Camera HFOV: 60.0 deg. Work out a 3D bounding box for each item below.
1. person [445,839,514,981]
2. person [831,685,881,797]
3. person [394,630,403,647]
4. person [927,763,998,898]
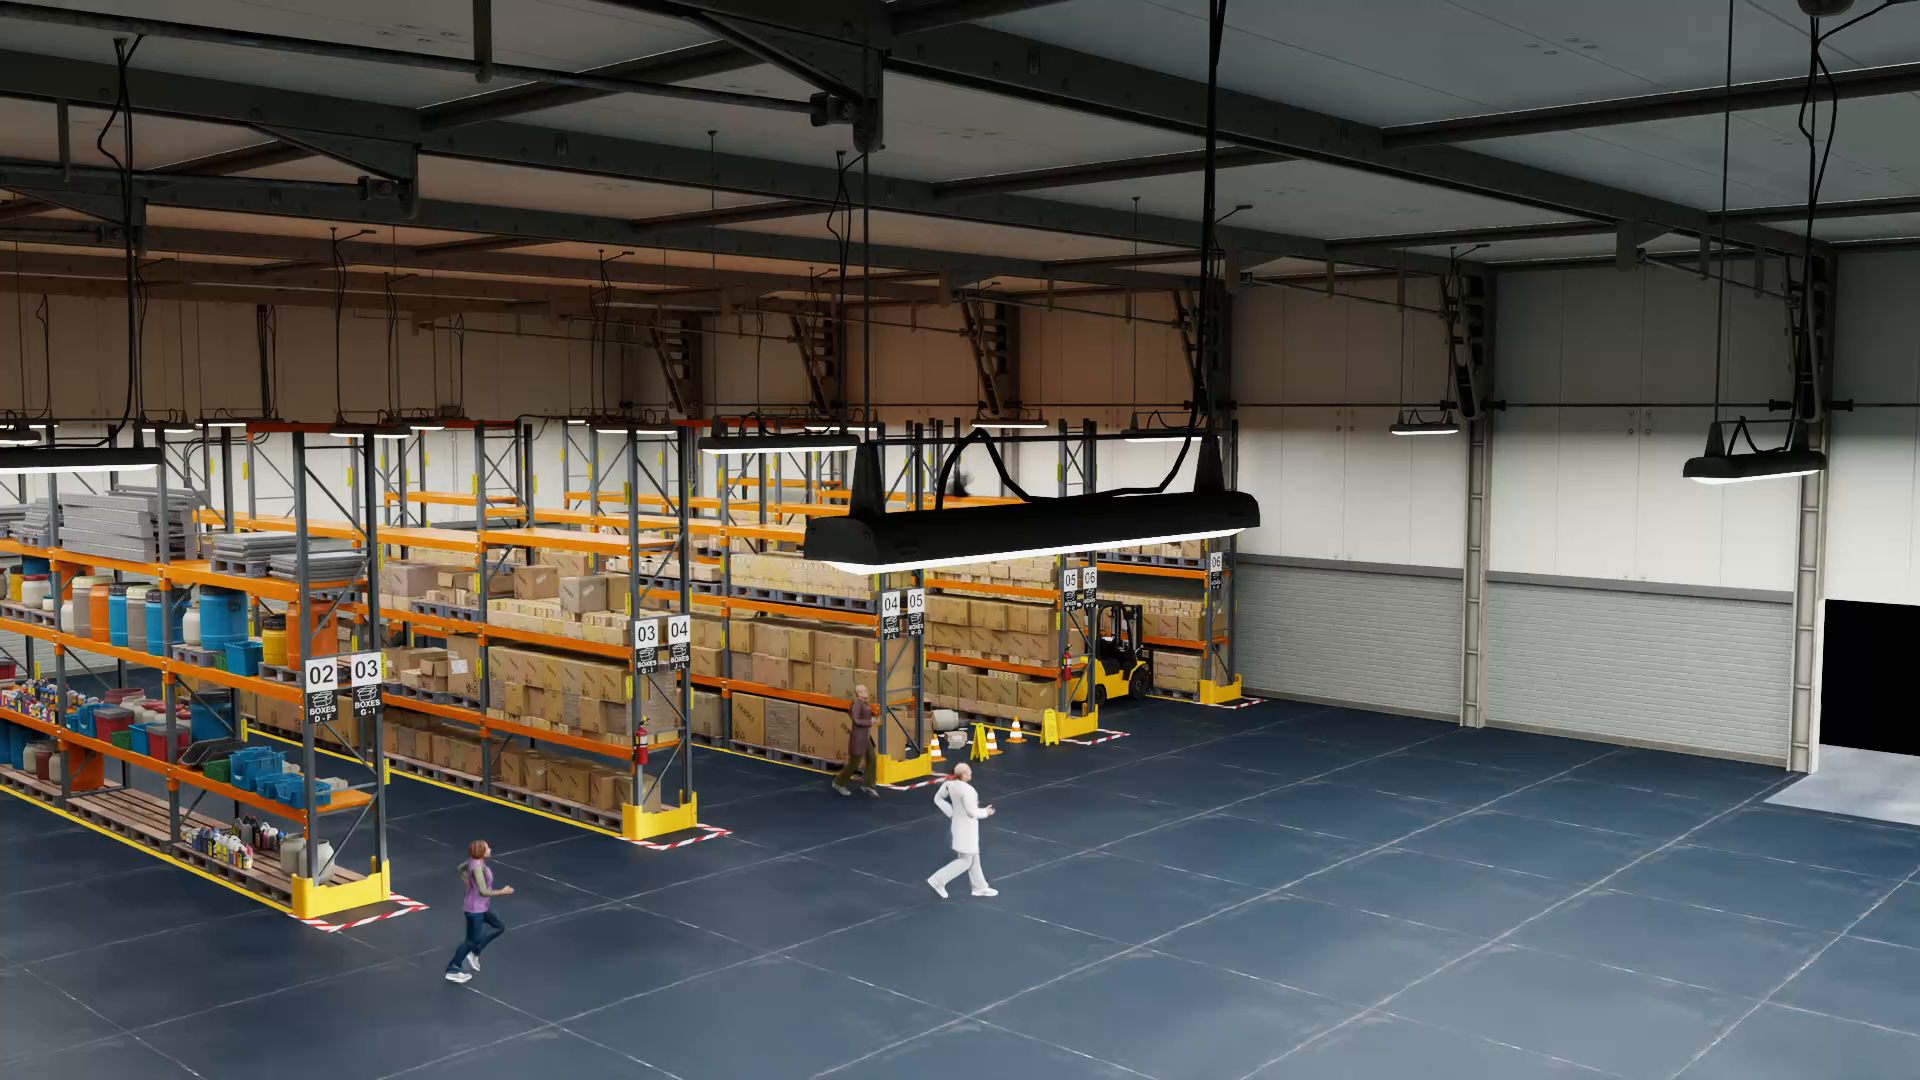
[{"bbox_3d":[-5.290,4.045,18.297,0.745,1.555,0.560,-1,5,-14],"label":"person"},{"bbox_3d":[-1.667,3.261,26.876,0.806,1.858,0.720,1,5,9],"label":"person"},{"bbox_3d":[-13.536,2.268,40.011,0.709,1.583,0.844,-3,5,-32],"label":"person"},{"bbox_3d":[0.033,3.708,21.102,1.037,1.776,0.712,-2,5,-26],"label":"person"}]
